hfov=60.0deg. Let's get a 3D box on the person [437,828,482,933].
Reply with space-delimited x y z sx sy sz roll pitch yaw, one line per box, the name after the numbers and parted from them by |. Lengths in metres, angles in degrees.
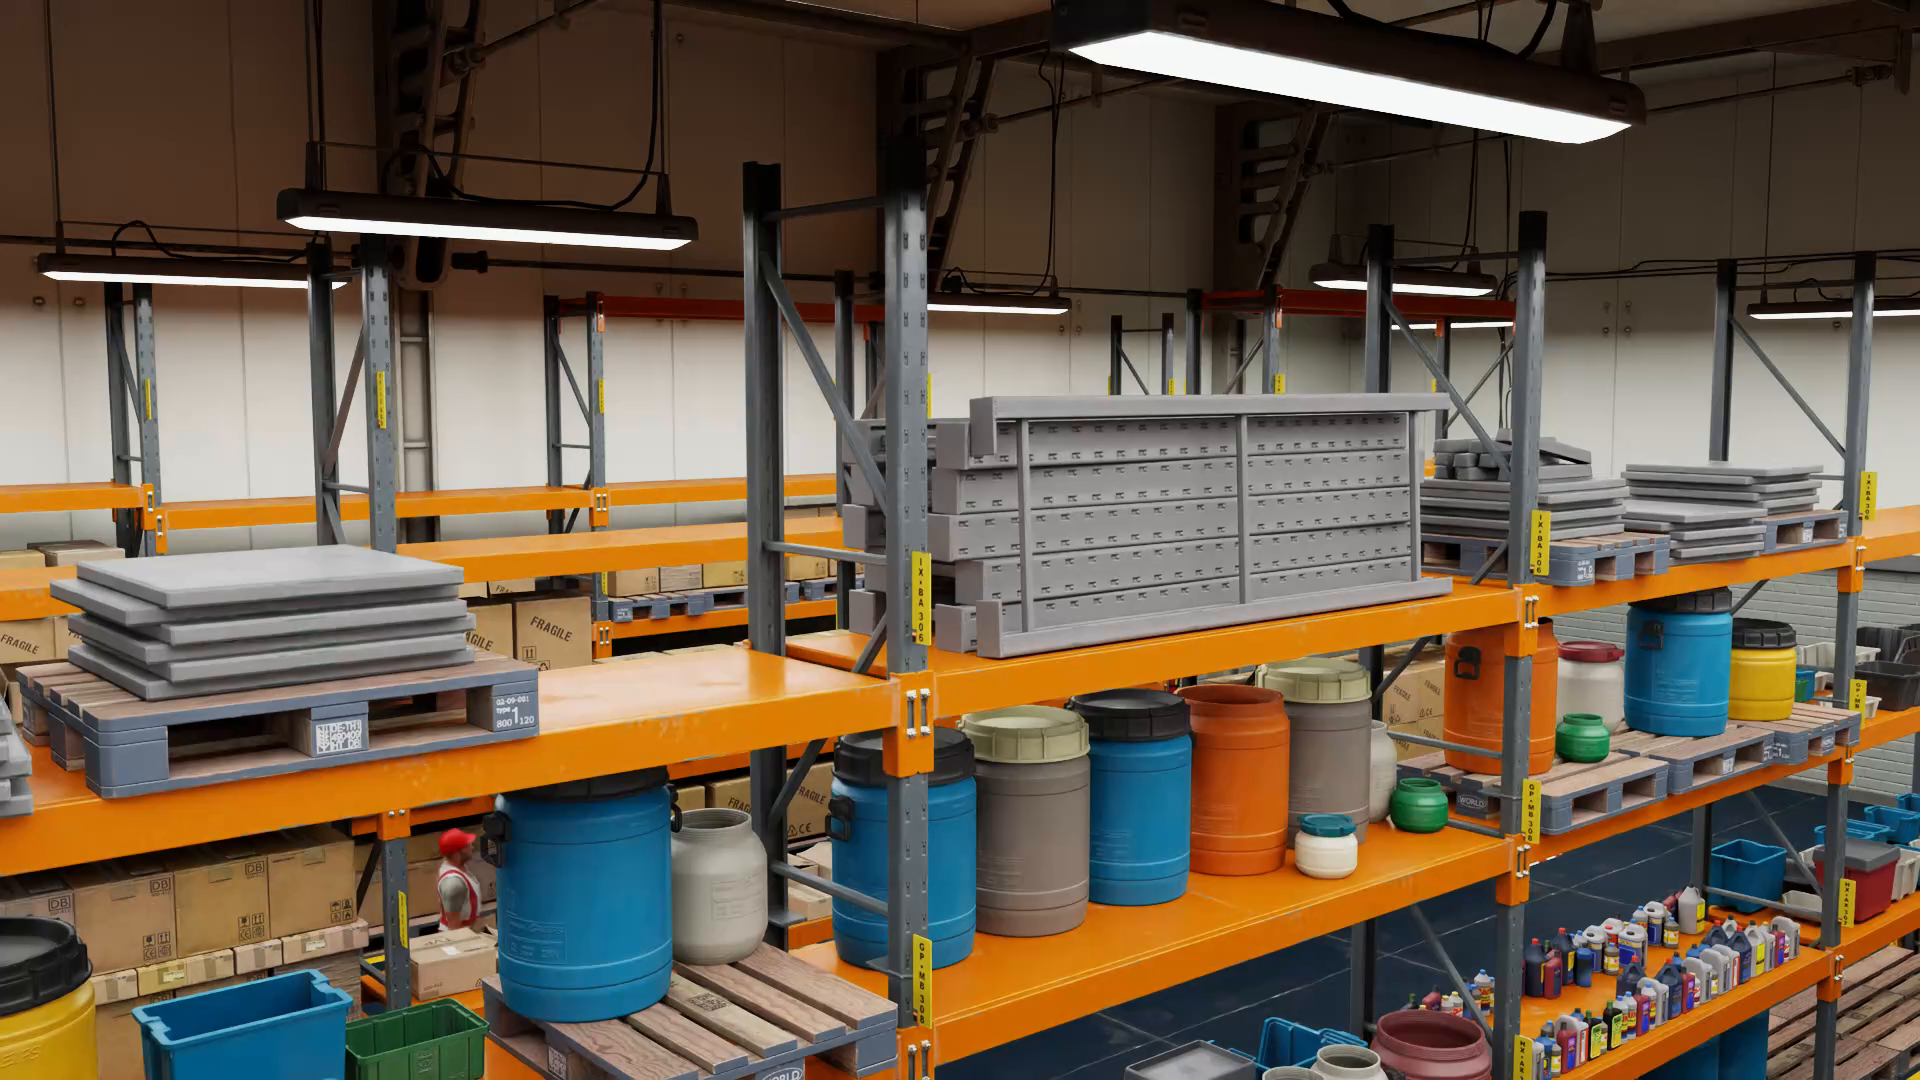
-3.854 3.056 12.660 0.724 1.777 0.559 -1 6 -6 | person
